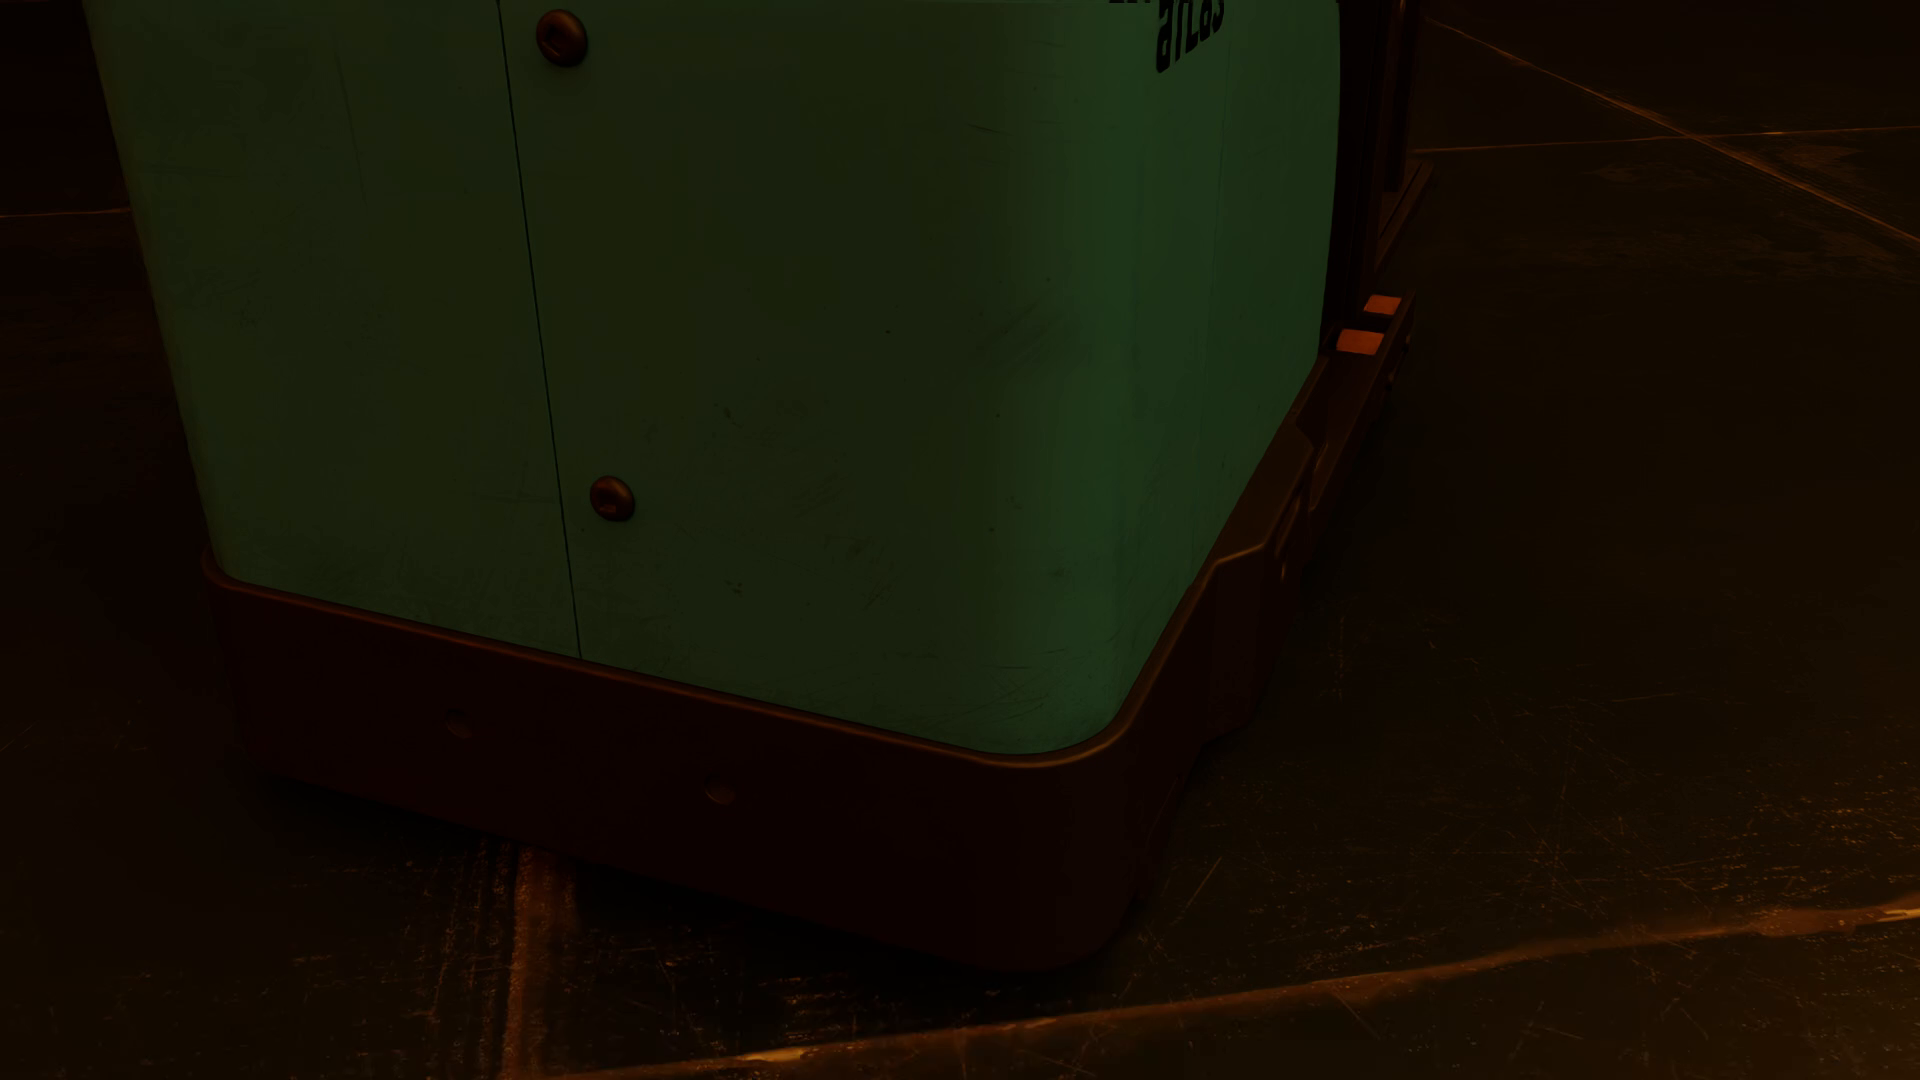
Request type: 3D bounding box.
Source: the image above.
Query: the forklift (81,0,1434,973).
[{"bbox_3d":[0.188,-1.556,2.306,1.130,2.935,3.031,11,30,19],"label":"forklift"}]
